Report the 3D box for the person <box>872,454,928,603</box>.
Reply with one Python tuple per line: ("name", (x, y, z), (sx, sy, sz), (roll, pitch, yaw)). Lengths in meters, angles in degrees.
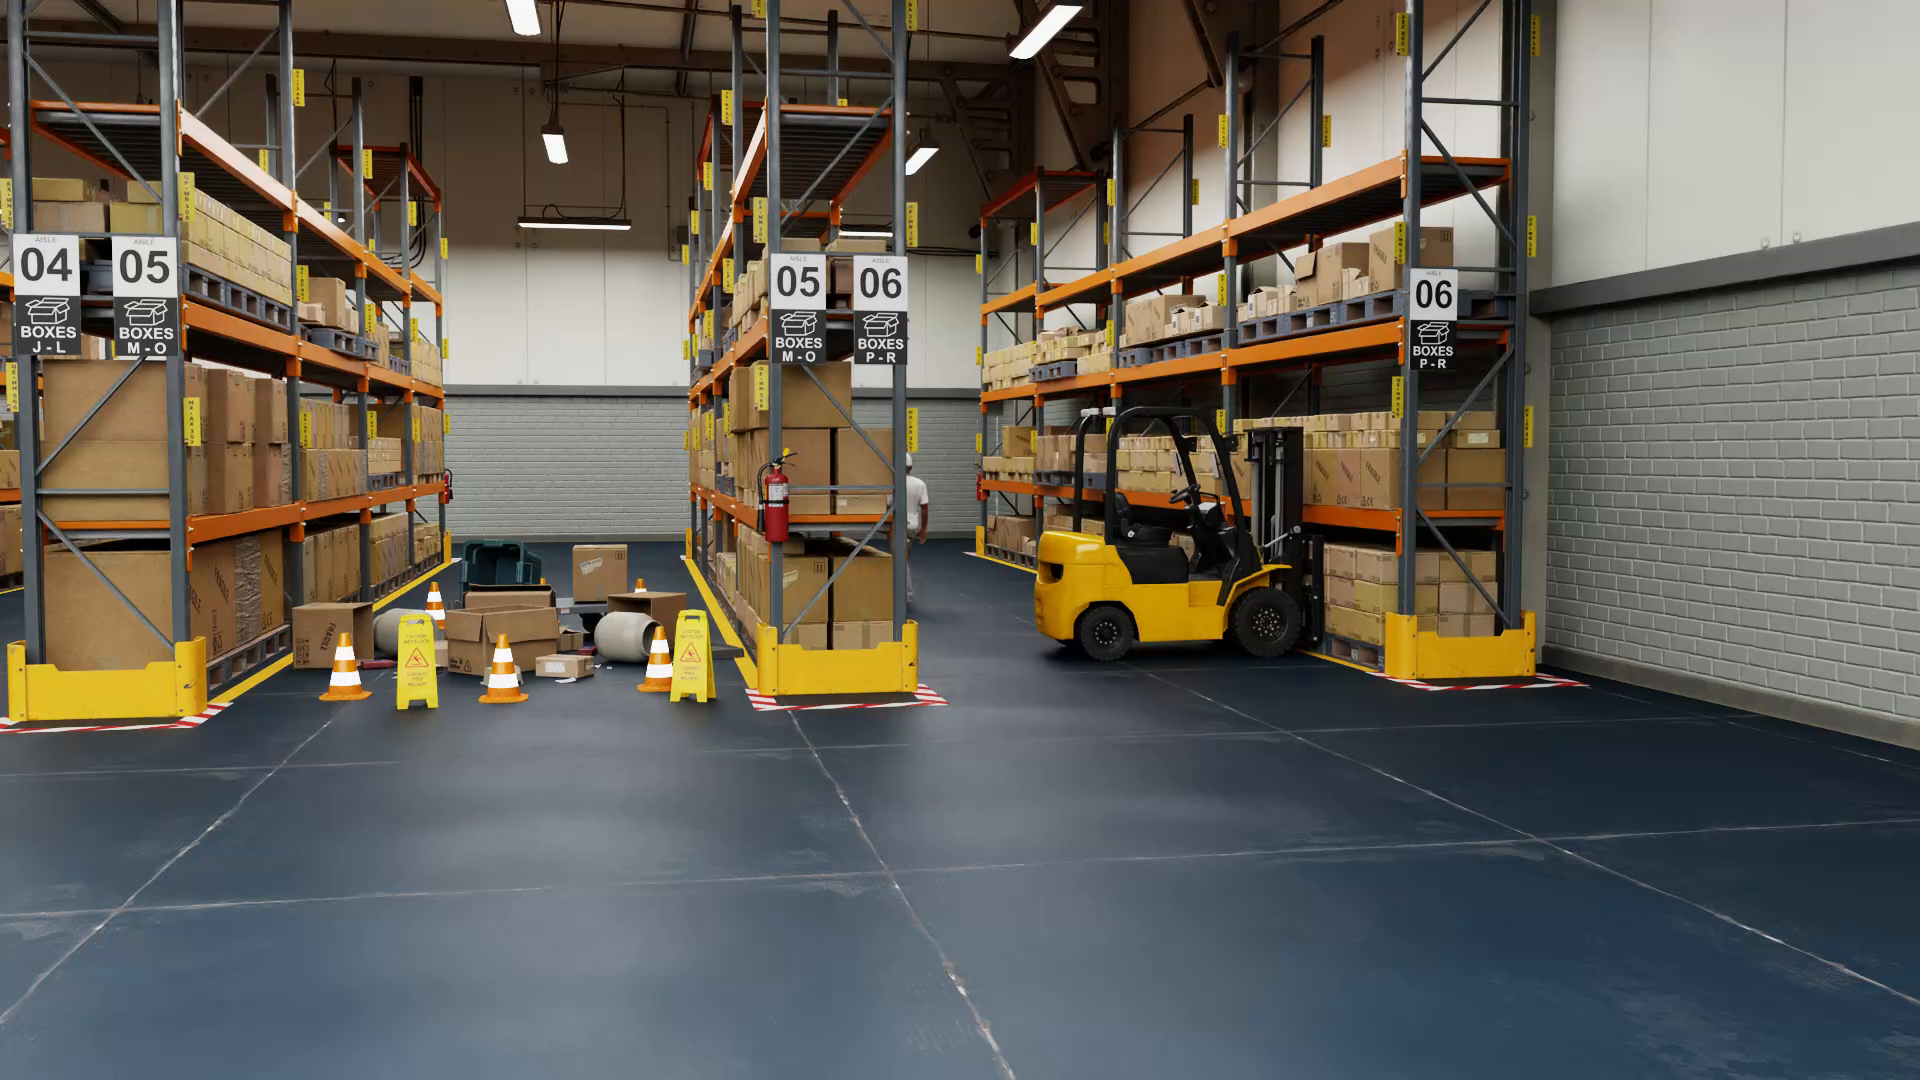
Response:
("person", (-0.754, -0.152, 19.420), (0.575, 1.728, 0.872), (-2, 4, -35))
